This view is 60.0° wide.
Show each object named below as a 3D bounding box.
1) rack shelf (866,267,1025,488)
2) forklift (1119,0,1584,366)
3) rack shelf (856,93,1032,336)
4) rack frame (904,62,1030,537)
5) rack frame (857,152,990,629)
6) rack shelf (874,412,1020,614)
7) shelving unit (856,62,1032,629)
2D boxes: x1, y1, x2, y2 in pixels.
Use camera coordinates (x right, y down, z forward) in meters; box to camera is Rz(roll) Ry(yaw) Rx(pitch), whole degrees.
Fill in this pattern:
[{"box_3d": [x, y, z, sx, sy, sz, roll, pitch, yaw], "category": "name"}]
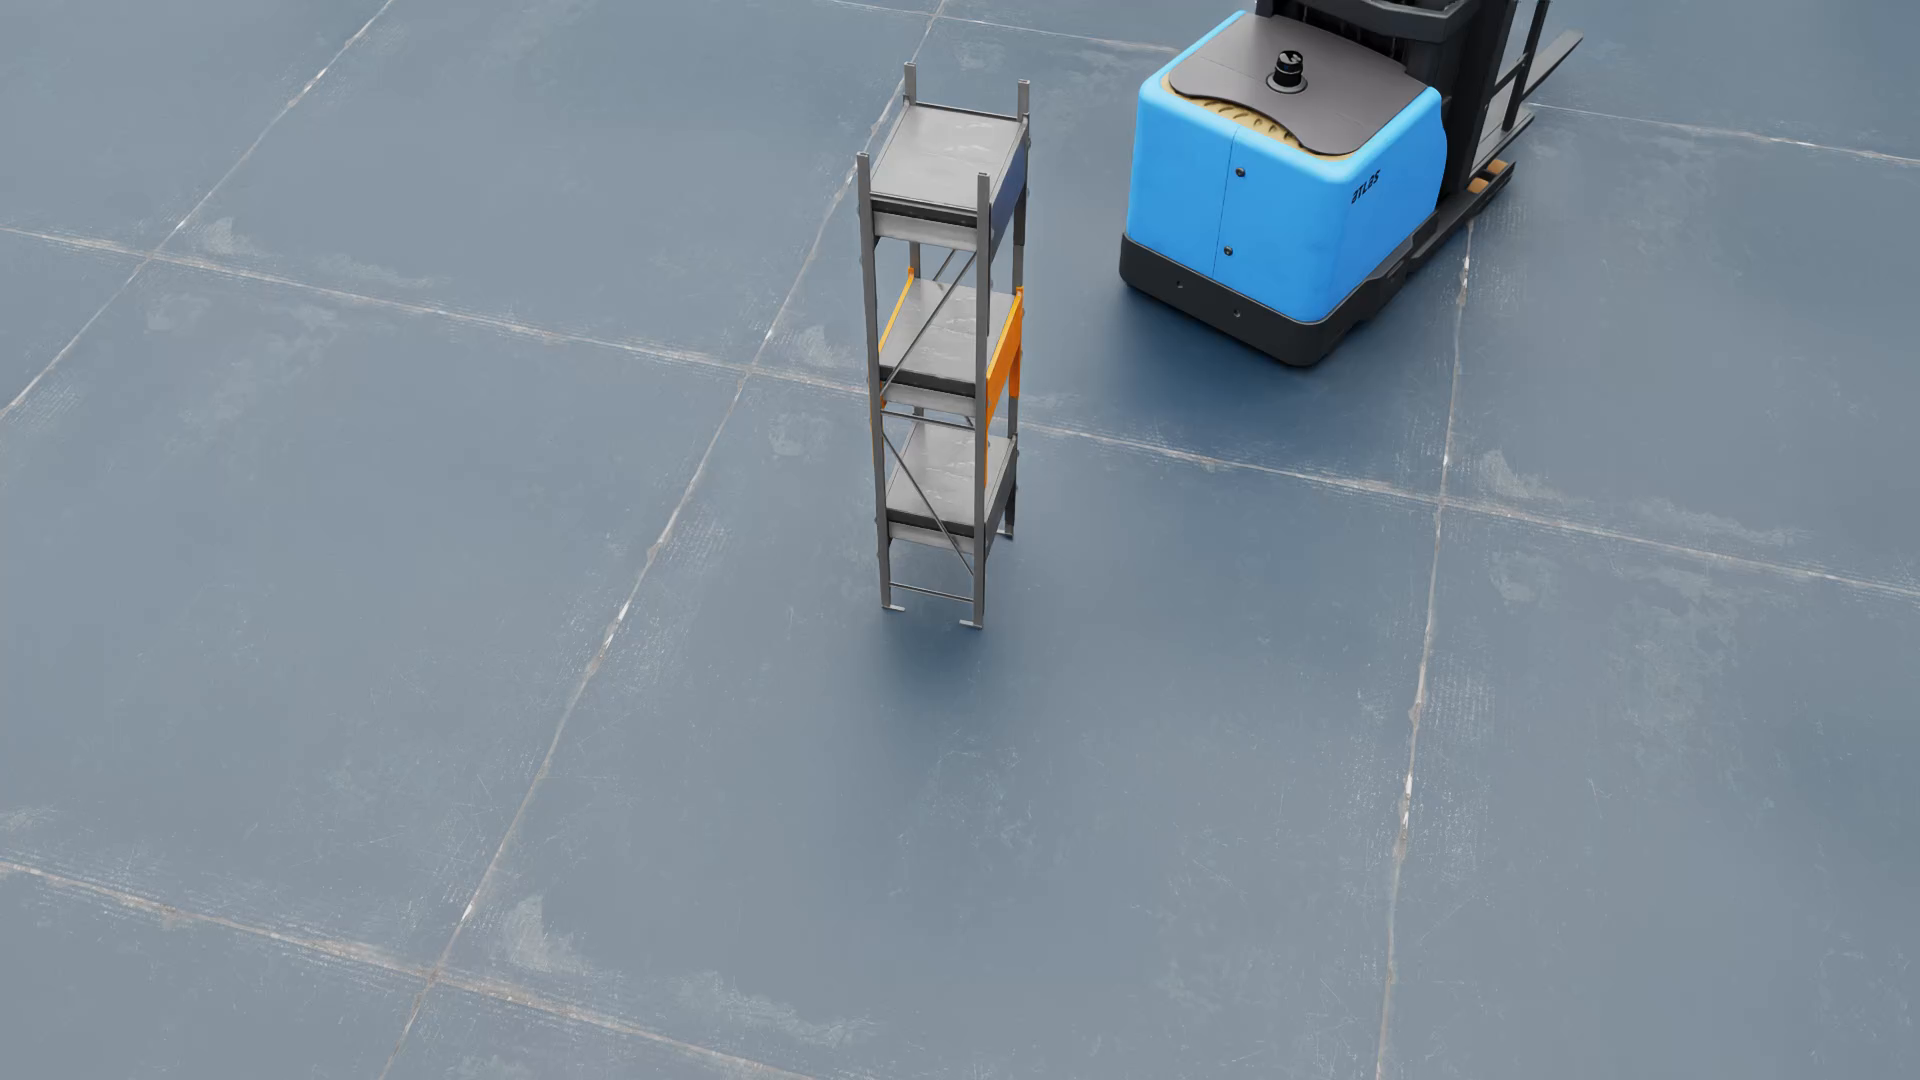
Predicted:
[{"box_3d": [-0.044, -0.566, 5.786, 0.431, 0.518, 0.480, 12, 50, 10], "category": "rack shelf"}, {"box_3d": [2.056, -2.773, 7.161, 1.130, 2.935, 3.031, 32, 56, 25], "category": "forklift"}, {"box_3d": [-0.044, -1.029, 5.261, 0.431, 0.518, 0.480, 12, 50, 10], "category": "rack shelf"}, {"box_3d": [0.021, -0.752, 5.932, 0.400, 2.100, 0.015, 12, 50, 10], "category": "rack frame"}, {"box_3d": [-0.108, -0.399, 5.620, 0.400, 2.100, 0.015, 12, 50, 10], "category": "rack frame"}, {"box_3d": [-0.044, -0.103, 6.311, 0.431, 0.518, 0.480, 12, 50, 10], "category": "rack shelf"}, {"box_3d": [-0.044, -0.575, 5.776, 0.431, 2.100, 0.503, 12, 50, 10], "category": "shelving unit"}]
